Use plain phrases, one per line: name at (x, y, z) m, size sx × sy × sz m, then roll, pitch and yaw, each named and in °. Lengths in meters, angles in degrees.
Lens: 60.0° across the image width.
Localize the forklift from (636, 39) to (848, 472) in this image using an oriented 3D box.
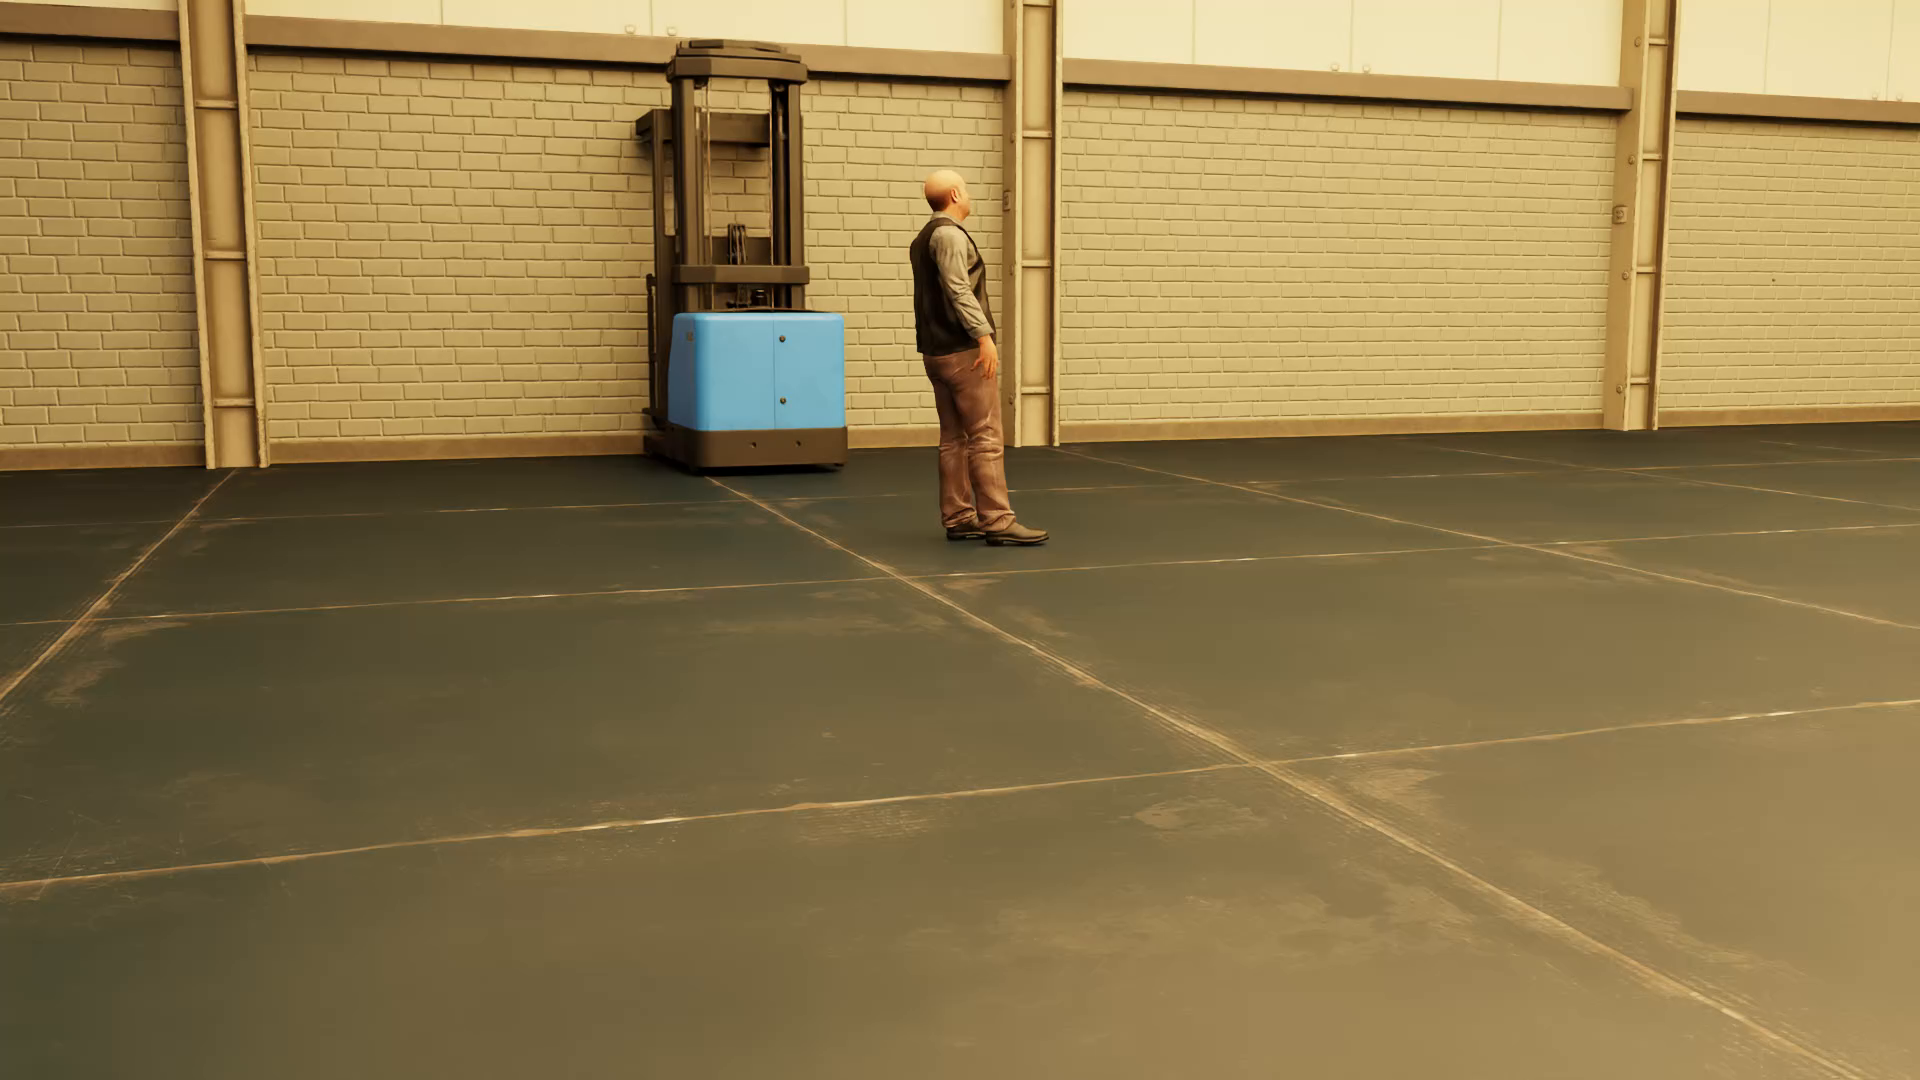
forklift at (-1.748, -2.067, 12.250) m, size 1.130 × 2.935 × 3.031 m, roll -3°, pitch 8°, yaw -20°

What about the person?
person at (0.062, -0.862, 7.820) m, size 0.566 × 1.722 × 0.633 m, roll -3°, pitch 8°, yaw -18°
